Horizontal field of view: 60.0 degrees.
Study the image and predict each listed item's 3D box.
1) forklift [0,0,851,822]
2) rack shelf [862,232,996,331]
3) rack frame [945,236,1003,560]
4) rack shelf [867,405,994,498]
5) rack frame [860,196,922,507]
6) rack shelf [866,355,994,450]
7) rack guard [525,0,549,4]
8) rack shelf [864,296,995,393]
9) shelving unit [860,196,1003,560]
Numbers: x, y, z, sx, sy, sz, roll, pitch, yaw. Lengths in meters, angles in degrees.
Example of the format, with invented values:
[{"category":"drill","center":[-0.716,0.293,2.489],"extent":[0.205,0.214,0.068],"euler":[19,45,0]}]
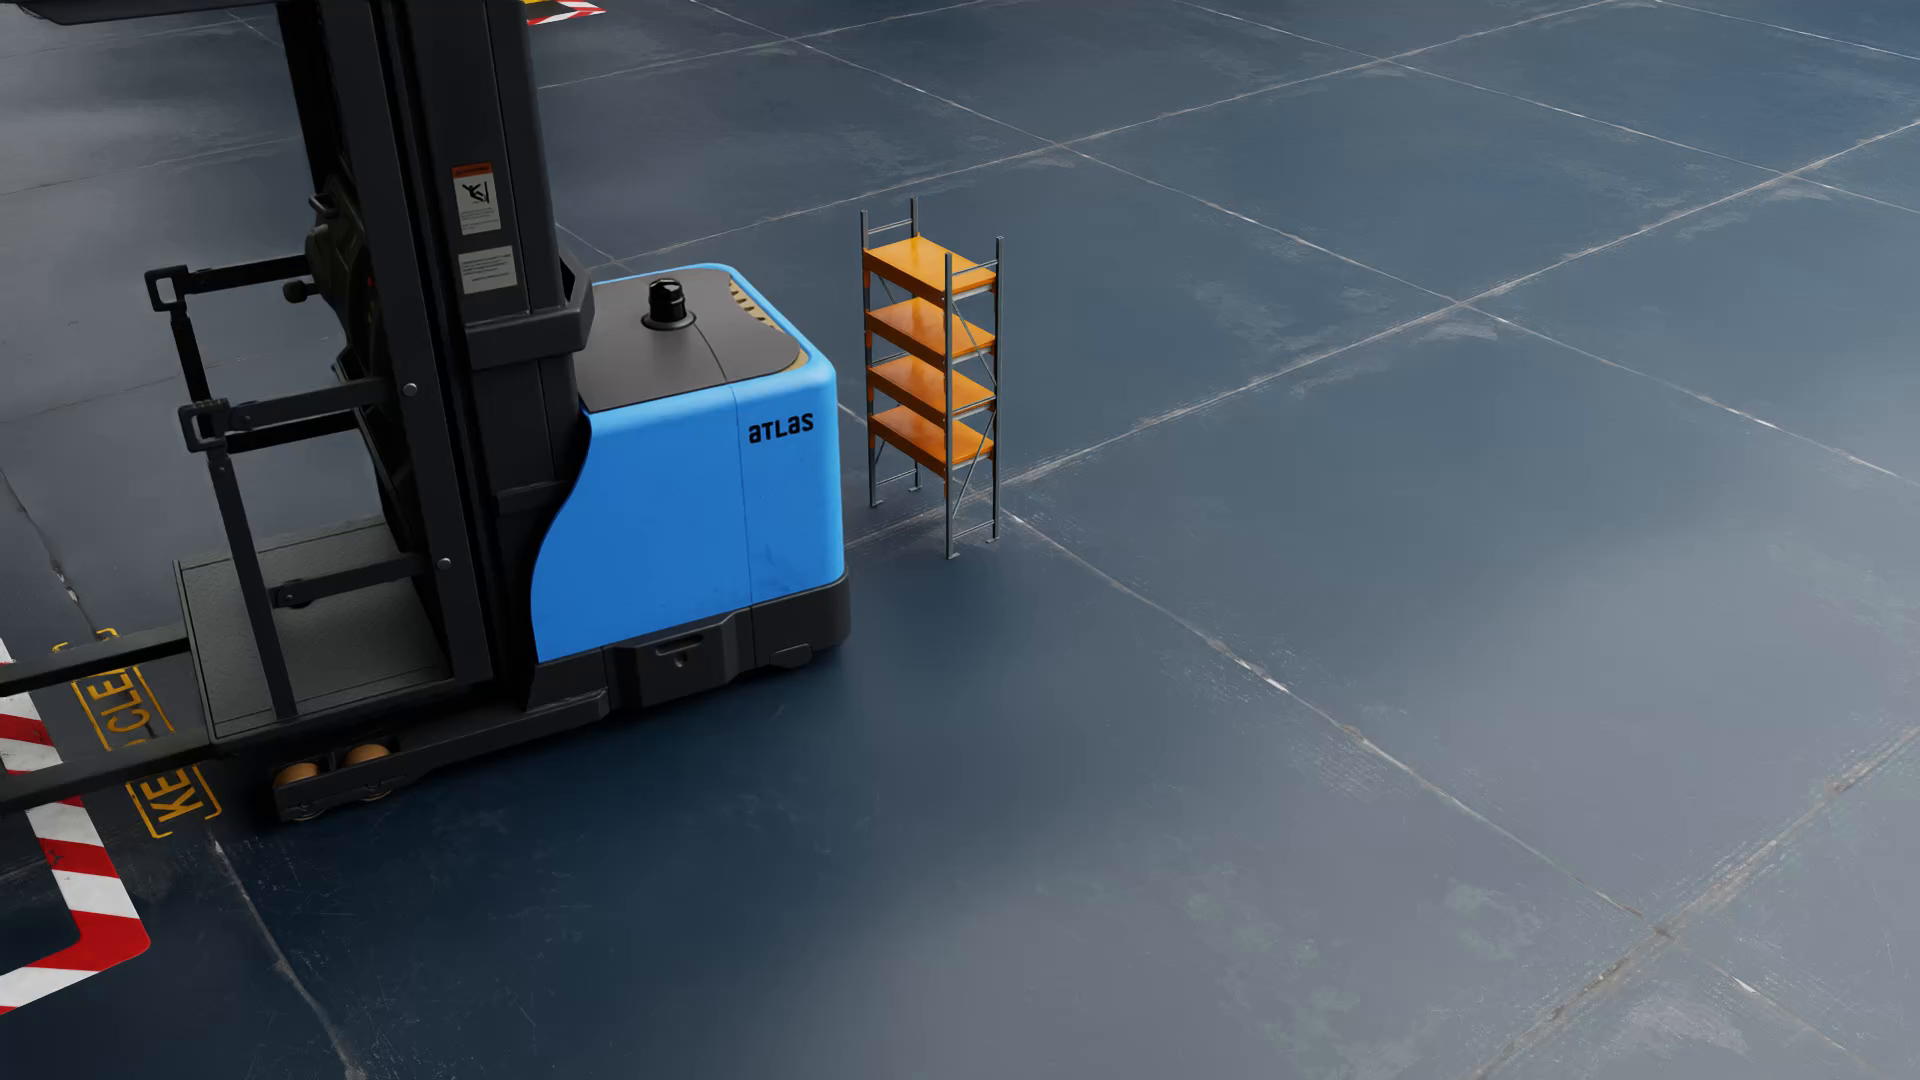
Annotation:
[{"category":"forklift","center":[-1.918,-0.736,4.656],"extent":[3.031,2.935,1.130],"euler":[-15,35,-23]},{"category":"rack shelf","center":[-0.101,-0.913,5.837],"extent":[0.258,0.148,0.480],"euler":[-22,38,-31]},{"category":"rack frame","center":[0.048,-0.477,5.881],"extent":[0.240,1.200,0.015],"euler":[-22,38,-31]},{"category":"rack shelf","center":[-0.101,-0.353,6.185],"extent":[0.258,0.148,0.480],"euler":[-22,38,-31]},{"category":"rack frame","center":[-0.251,-0.680,6.208],"extent":[0.240,1.200,0.015],"euler":[-22,38,-31]},{"category":"rack shelf","center":[-0.101,-0.522,6.080],"extent":[0.258,0.148,0.480],"euler":[-22,38,-31]},{"category":"rack guard","center":[-3.719,-4.376,12.821],"extent":[1.175,0.500,0.348],"euler":[-22,38,-31]},{"category":"rack shelf","center":[-0.101,-0.712,5.962],"extent":[0.258,0.148,0.480],"euler":[-22,38,-31]},{"category":"shelving unit","center":[-0.101,-0.579,6.045],"extent":[0.258,1.200,0.503],"euler":[-22,38,-31]}]
